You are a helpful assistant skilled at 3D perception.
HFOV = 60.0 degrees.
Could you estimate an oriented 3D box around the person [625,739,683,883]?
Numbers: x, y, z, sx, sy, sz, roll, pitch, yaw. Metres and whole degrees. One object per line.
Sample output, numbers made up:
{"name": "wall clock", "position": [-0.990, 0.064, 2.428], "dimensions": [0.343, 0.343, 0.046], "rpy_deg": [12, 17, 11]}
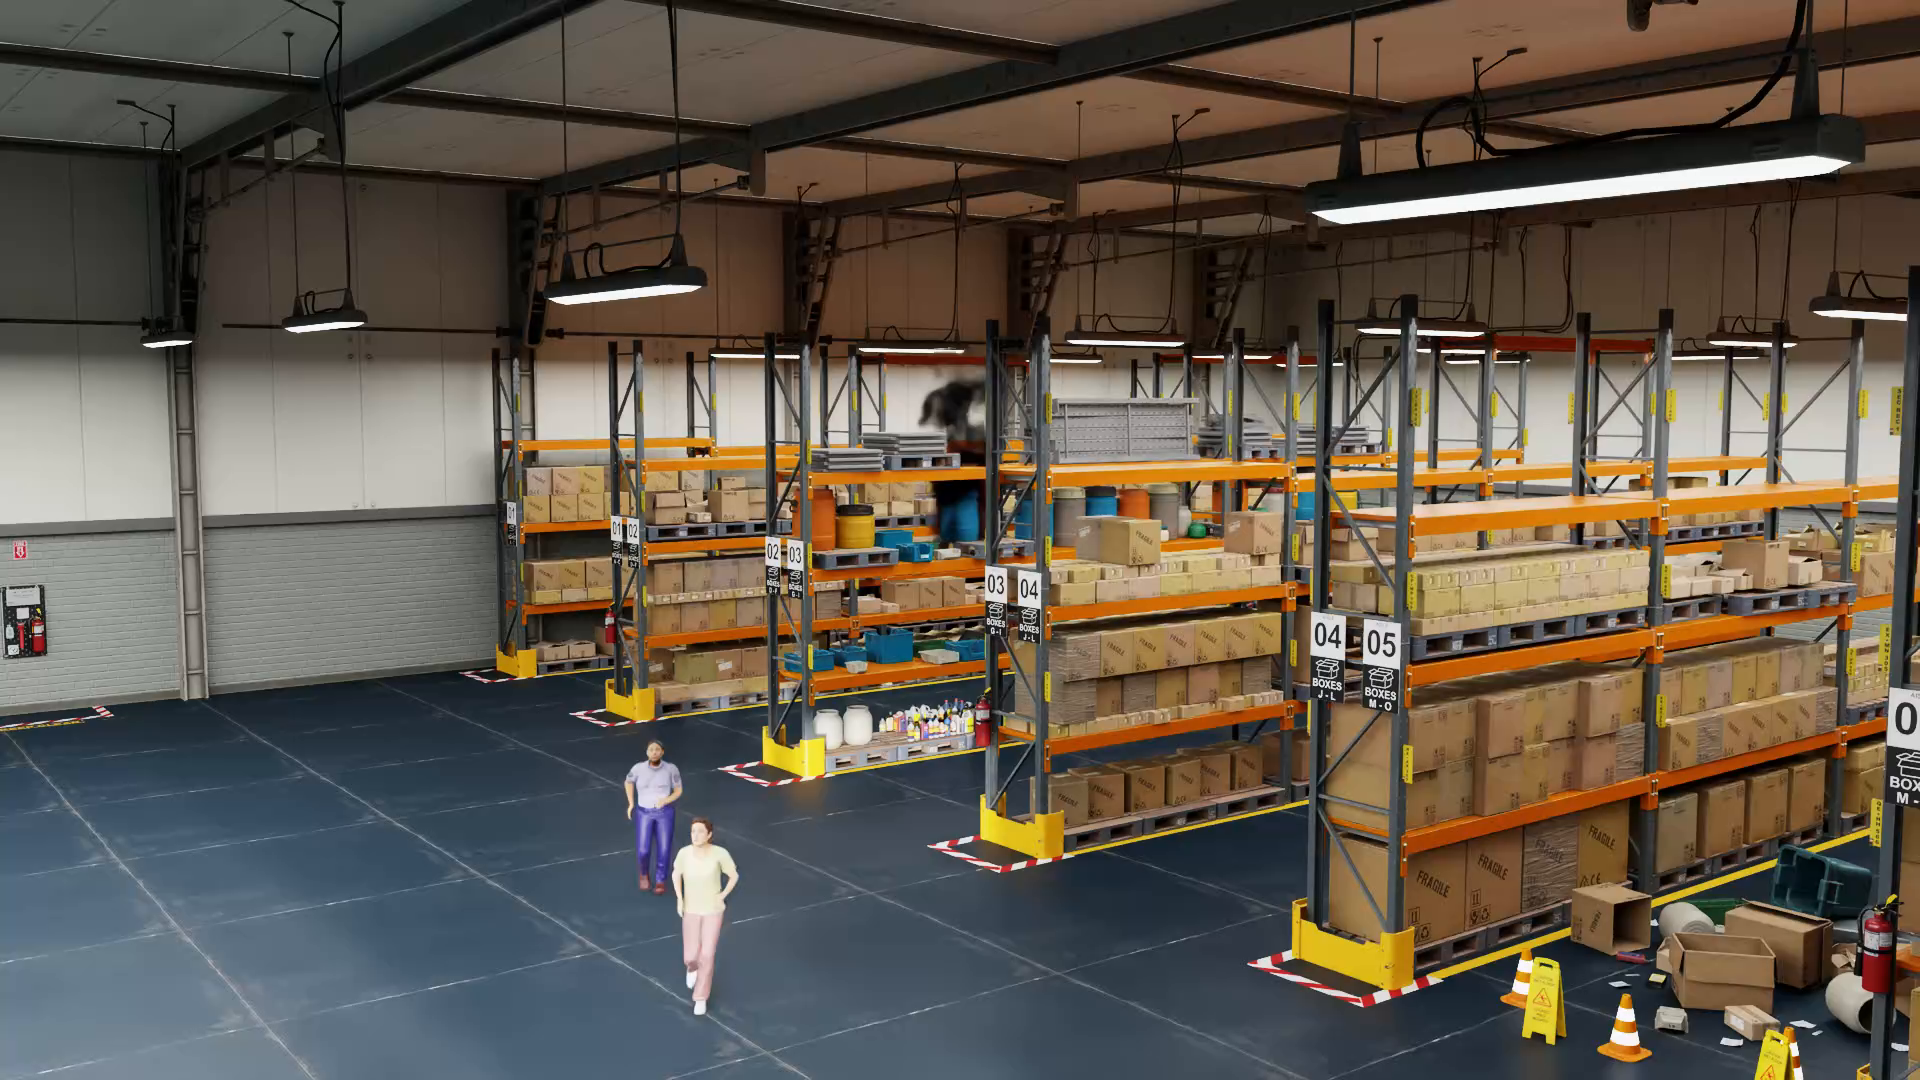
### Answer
{"name": "person", "position": [-3.143, 2.819, 17.080], "dimensions": [0.592, 1.538, 0.582], "rpy_deg": [-1, 5, -10]}

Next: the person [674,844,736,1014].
{"name": "person", "position": [-2.151, 3.246, 14.065], "dimensions": [0.537, 1.398, 0.521], "rpy_deg": [0, 5, 1]}
